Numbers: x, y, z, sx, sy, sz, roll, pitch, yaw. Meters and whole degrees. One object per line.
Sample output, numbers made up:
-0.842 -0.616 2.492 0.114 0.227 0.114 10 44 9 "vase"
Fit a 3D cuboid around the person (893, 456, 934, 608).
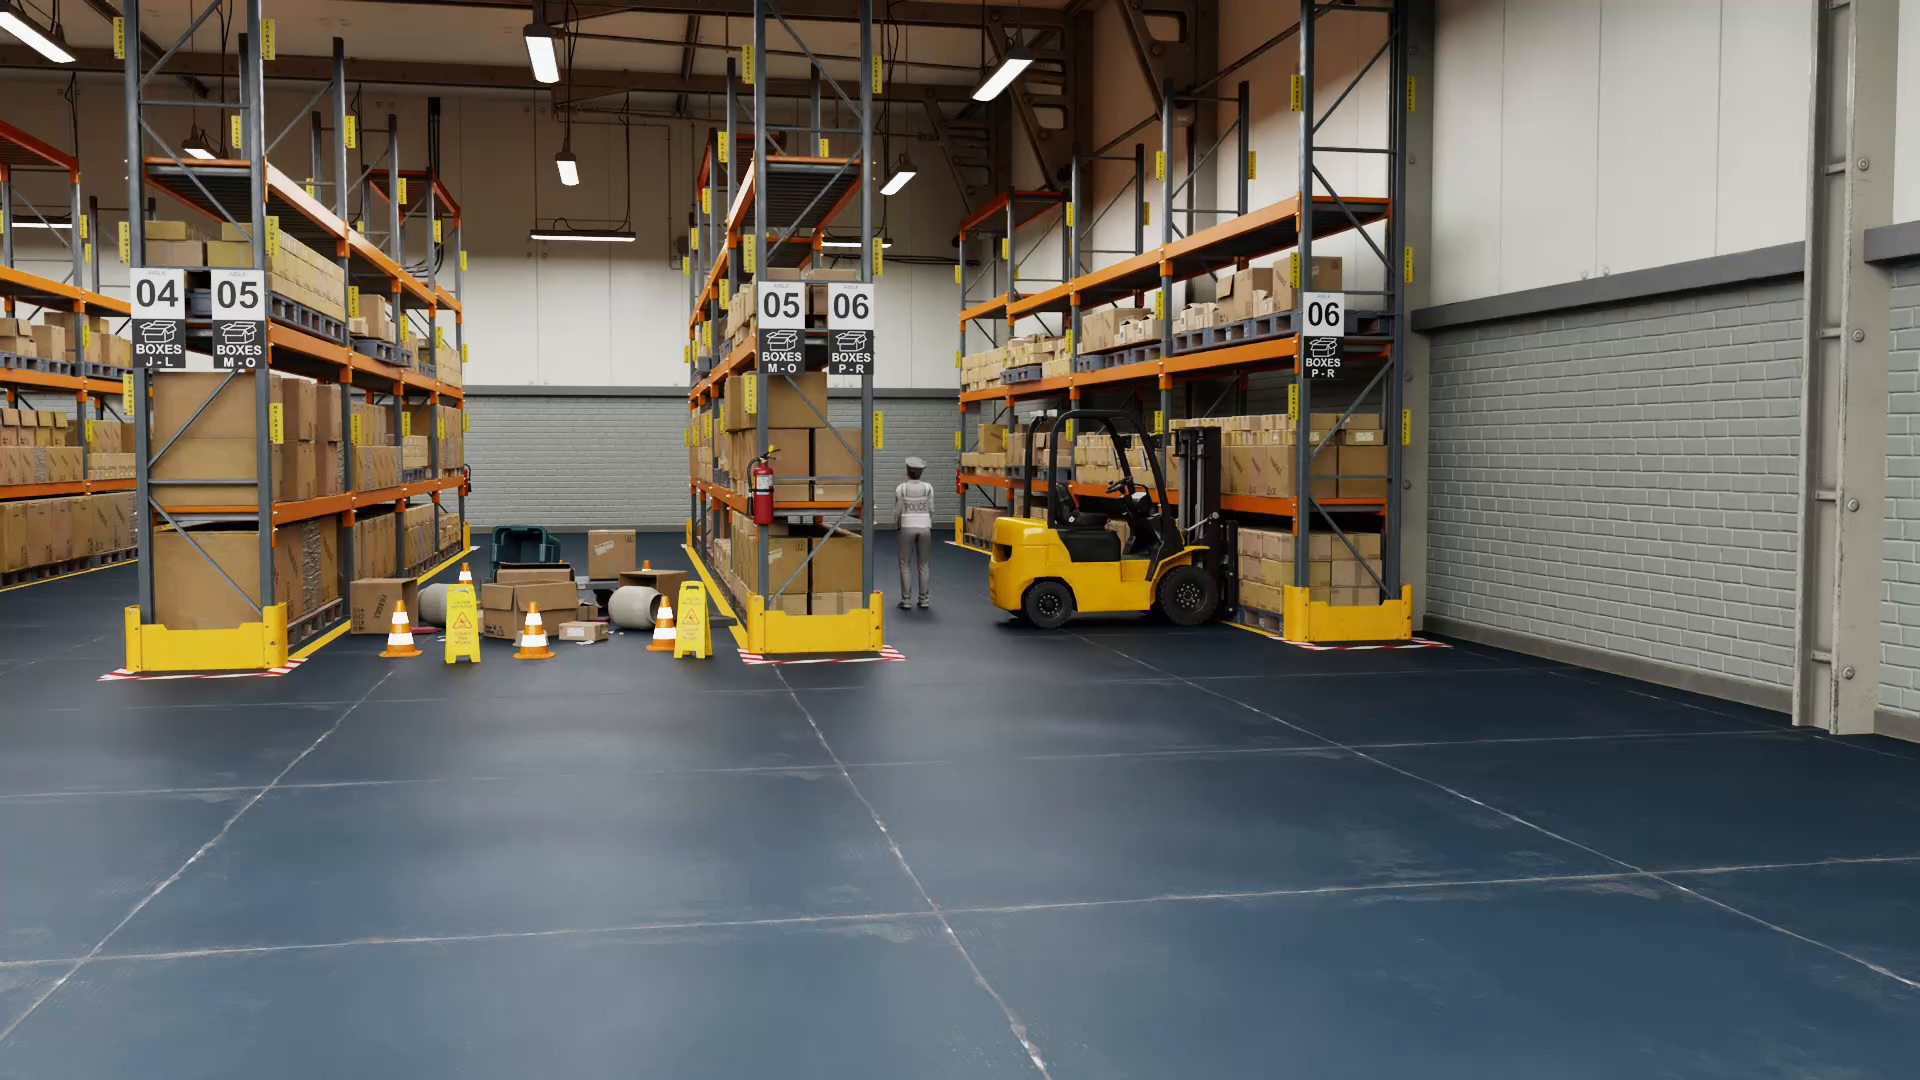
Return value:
-0.518 -0.088 18.538 0.459 1.686 0.553 -1 3 -14 "person"
